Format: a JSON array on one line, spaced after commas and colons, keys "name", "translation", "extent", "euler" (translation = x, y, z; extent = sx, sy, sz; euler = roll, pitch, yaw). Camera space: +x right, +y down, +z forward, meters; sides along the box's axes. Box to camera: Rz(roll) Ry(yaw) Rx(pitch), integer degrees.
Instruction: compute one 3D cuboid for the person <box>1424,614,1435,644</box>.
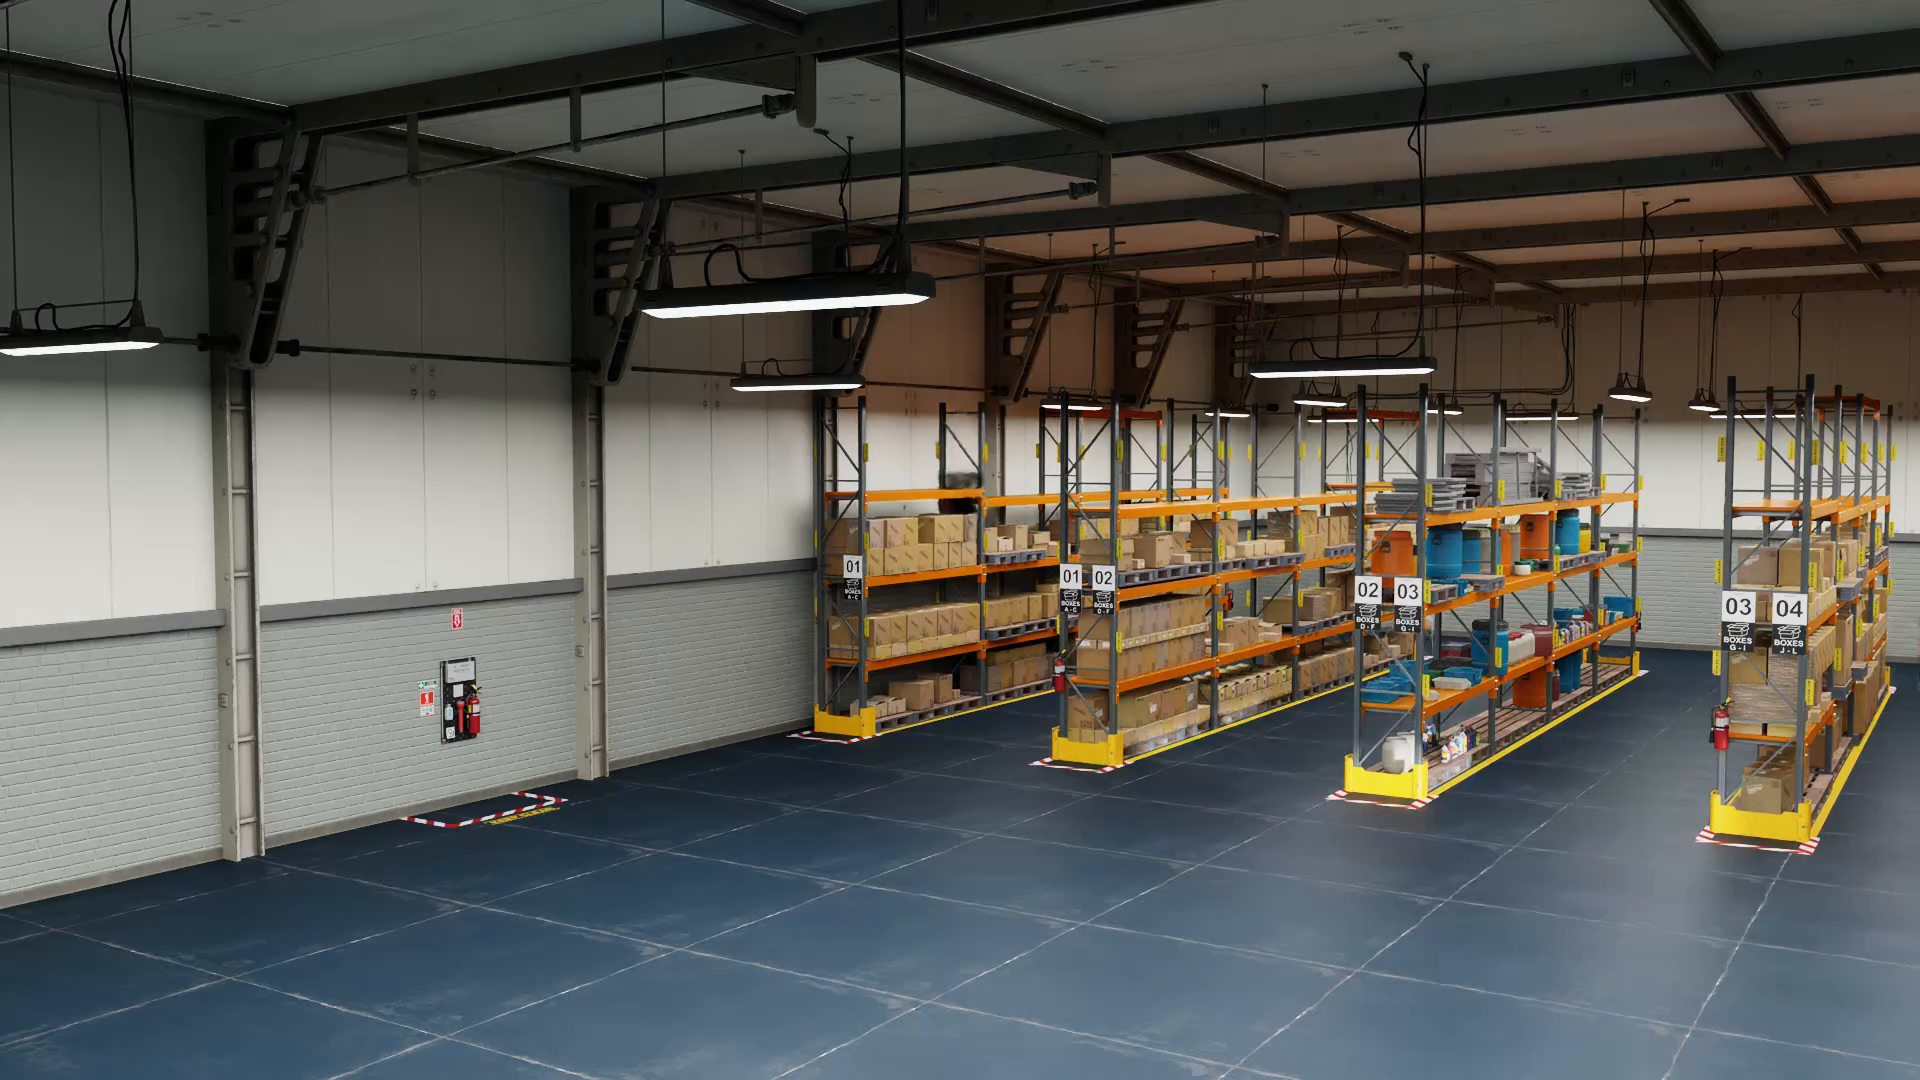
[{"name": "person", "translation": [11.665, 2.031, 41.116], "extent": [0.591, 1.695, 0.987], "euler": [-2, 3, -29]}]
